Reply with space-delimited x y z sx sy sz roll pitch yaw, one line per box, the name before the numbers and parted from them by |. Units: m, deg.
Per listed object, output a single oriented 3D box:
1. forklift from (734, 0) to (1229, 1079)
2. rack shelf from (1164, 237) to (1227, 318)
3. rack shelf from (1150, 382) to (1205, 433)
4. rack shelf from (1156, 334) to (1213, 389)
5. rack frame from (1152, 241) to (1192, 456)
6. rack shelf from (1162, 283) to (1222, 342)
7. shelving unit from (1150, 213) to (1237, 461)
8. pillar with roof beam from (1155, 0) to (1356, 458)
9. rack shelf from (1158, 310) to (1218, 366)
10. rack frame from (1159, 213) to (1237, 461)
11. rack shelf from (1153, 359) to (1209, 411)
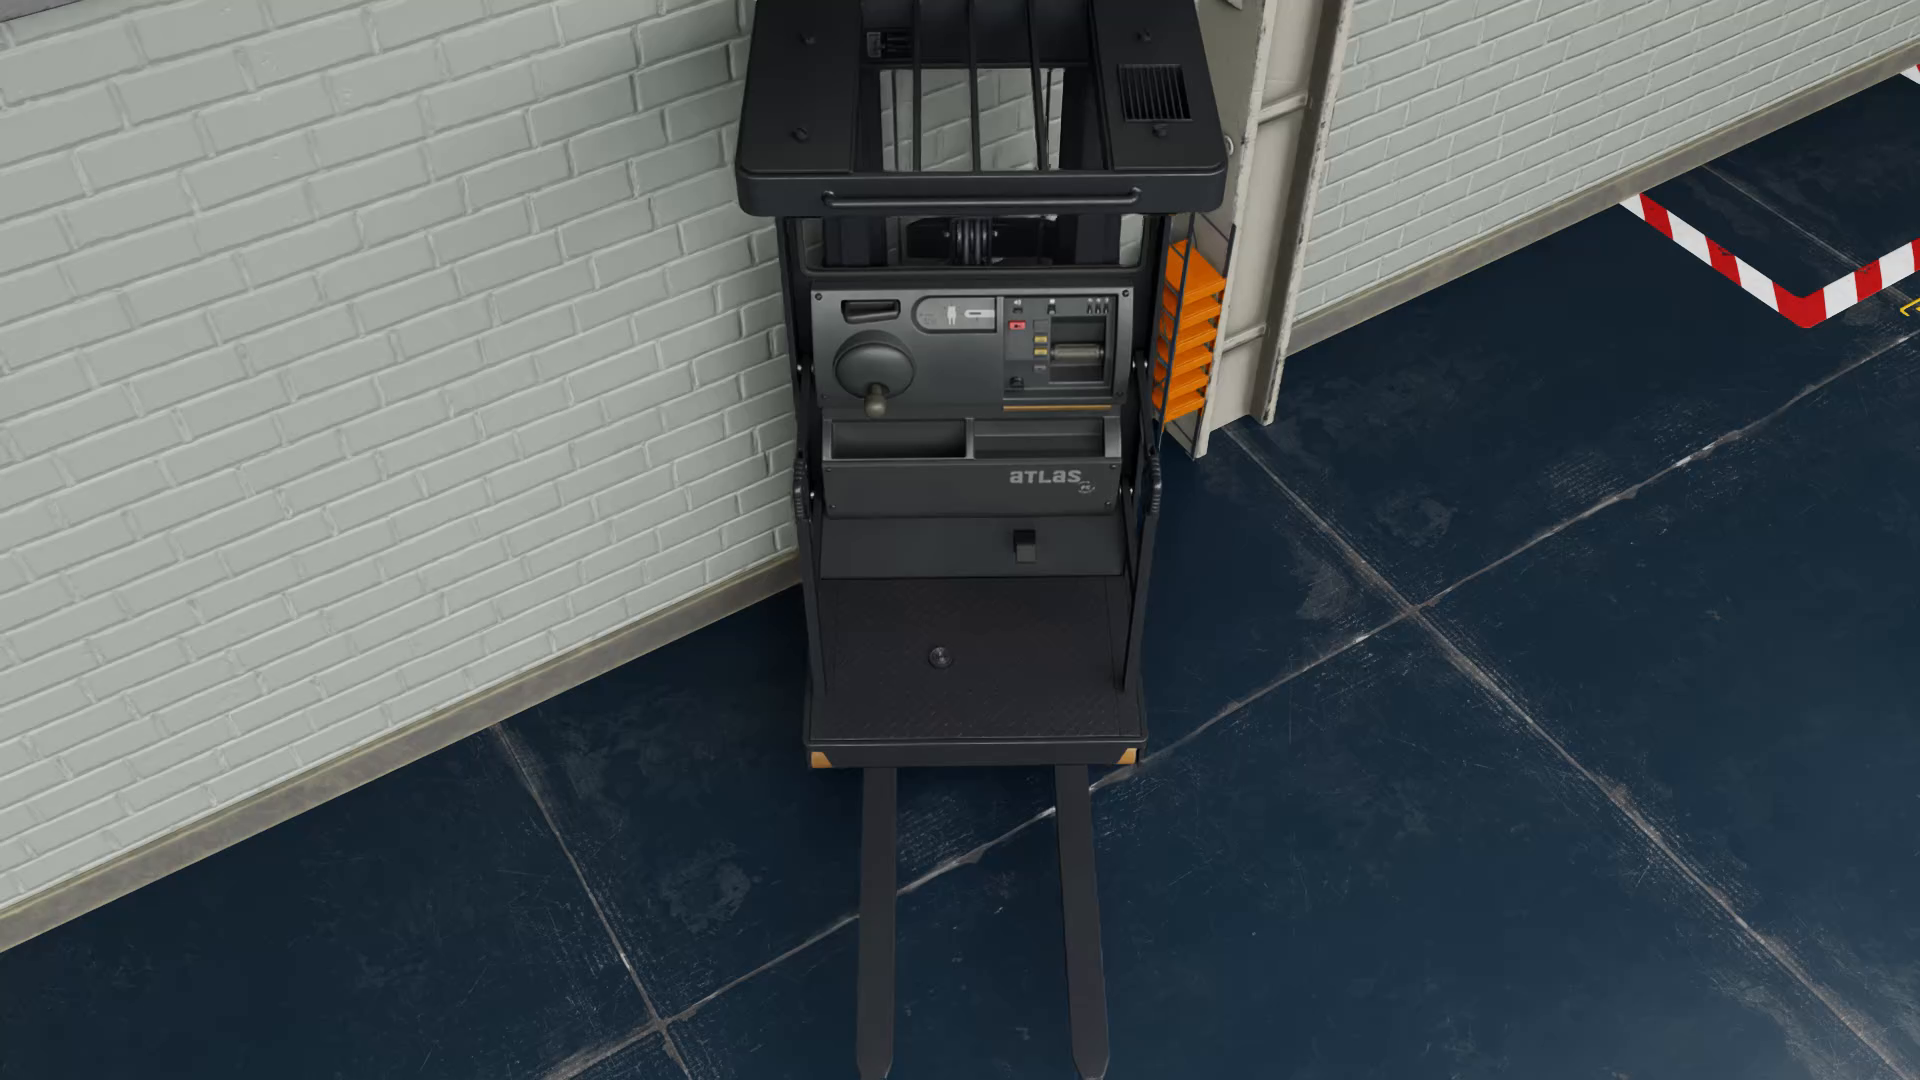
forklift | 0.042 -0.456 4.694 1.130 2.935 3.031 -1 48 -1
rack shelf | 0.784 -0.922 5.834 0.180 0.103 0.258 -24 56 -18
rack shelf | 0.779 -0.551 6.306 0.180 0.103 0.258 -24 56 -18
rack shelf | 0.781 -0.700 6.117 0.180 0.103 0.258 -24 56 -18
rack frame | 0.702 -0.692 6.053 0.006 1.200 0.240 -24 56 -18
rack shelf | 0.783 -0.848 5.928 0.180 0.103 0.258 -24 56 -18
shelving unit | 0.781 -0.727 6.082 0.189 1.200 0.258 -24 56 -18
pillar with roof beam | 3.310 -0.770 0.910 0.400 9.000 9.100 -25 53 -21
rack shelf | 0.782 -0.774 6.022 0.180 0.103 0.258 -24 56 -18
rack frame | 0.861 -0.762 6.110 0.006 1.200 0.240 -24 56 -18
rack shelf | 0.780 -0.626 6.211 0.180 0.103 0.258 -24 56 -18
